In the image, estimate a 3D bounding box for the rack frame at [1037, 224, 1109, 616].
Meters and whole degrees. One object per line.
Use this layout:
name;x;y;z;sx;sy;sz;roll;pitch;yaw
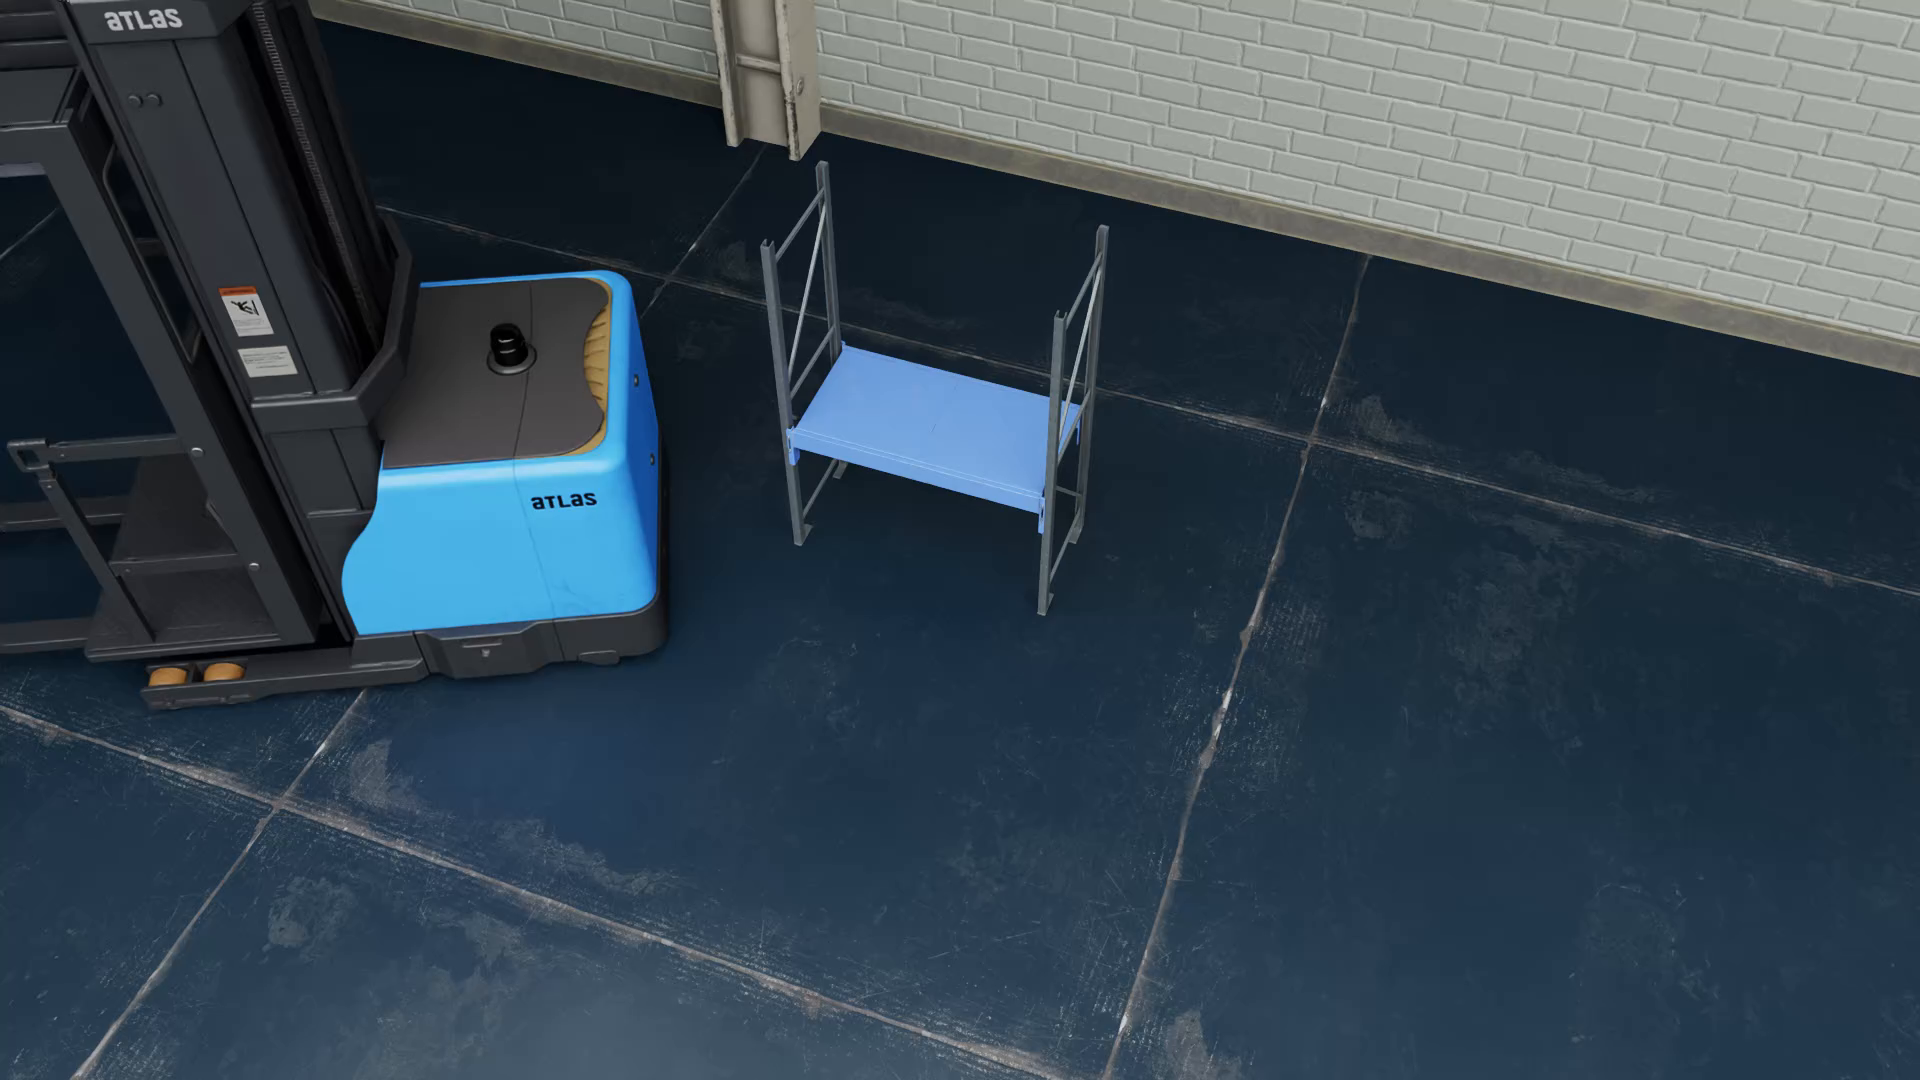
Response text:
rack frame;0.397;-0.380;5.954;0.032;1.500;0.500;16;51;13

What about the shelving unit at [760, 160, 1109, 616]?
shelving unit;-0.080;-0.514;6.069;1.048;1.500;0.538;16;51;13

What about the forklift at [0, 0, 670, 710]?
forklift;-2.643;-0.766;5.341;3.031;2.935;1.130;-5;49;-4

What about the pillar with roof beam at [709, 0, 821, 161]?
pillar with roof beam;-2.423;-1.934;2.337;0.400;9.000;9.100;16;51;13

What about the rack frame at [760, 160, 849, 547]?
rack frame;-0.557;-0.647;6.185;0.032;1.500;0.500;16;51;13

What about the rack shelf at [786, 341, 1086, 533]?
rack shelf;-0.080;-0.396;6.205;1.000;0.185;0.538;16;51;13
